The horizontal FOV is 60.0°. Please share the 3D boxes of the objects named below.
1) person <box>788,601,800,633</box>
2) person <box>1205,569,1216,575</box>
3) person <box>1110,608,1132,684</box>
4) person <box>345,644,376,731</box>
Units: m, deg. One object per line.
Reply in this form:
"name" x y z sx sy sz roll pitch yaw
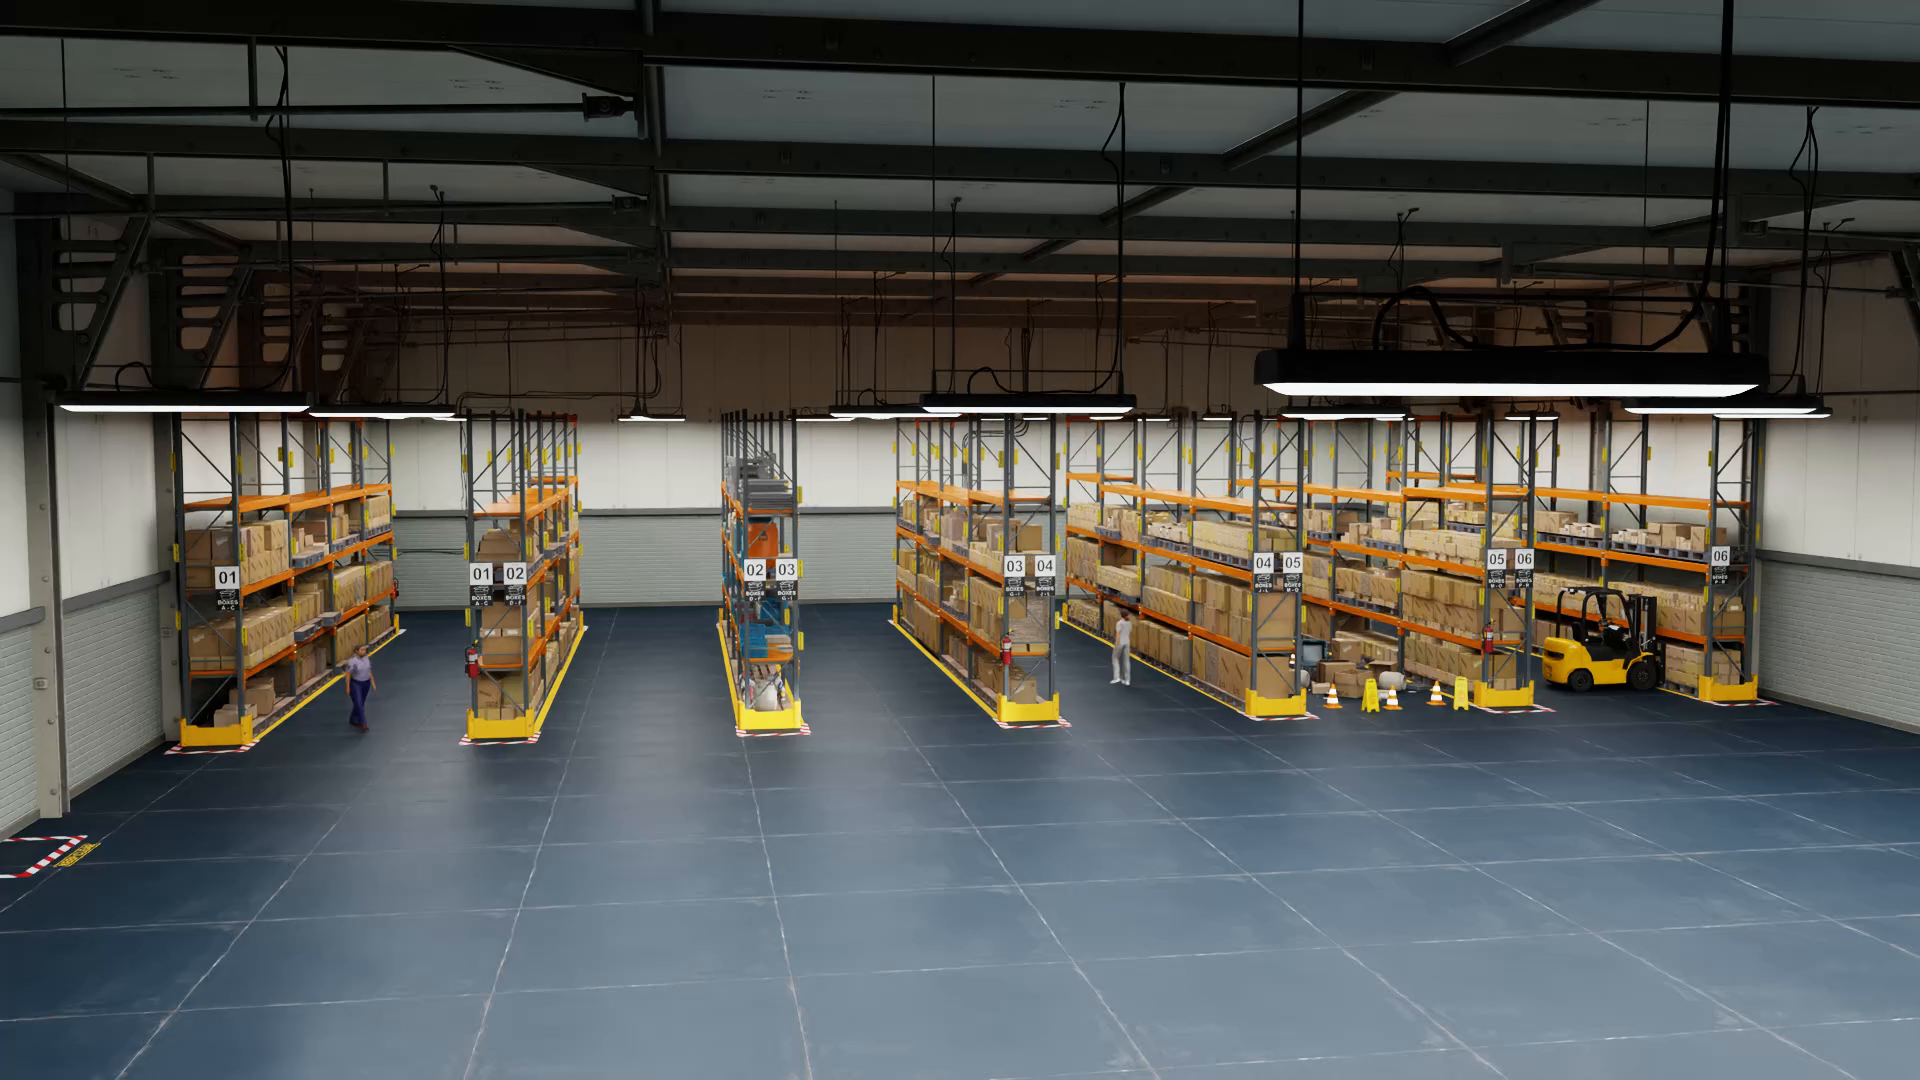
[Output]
"person" -4.601 1.779 45.371 0.562 1.605 0.458 -3 5 -39
"person" 6.956 1.640 45.834 0.453 1.774 0.571 3 5 40
"person" 3.605 2.377 36.597 0.453 1.678 0.607 -1 4 -20
"person" -11.202 2.733 31.096 0.989 1.592 0.528 3 5 33
